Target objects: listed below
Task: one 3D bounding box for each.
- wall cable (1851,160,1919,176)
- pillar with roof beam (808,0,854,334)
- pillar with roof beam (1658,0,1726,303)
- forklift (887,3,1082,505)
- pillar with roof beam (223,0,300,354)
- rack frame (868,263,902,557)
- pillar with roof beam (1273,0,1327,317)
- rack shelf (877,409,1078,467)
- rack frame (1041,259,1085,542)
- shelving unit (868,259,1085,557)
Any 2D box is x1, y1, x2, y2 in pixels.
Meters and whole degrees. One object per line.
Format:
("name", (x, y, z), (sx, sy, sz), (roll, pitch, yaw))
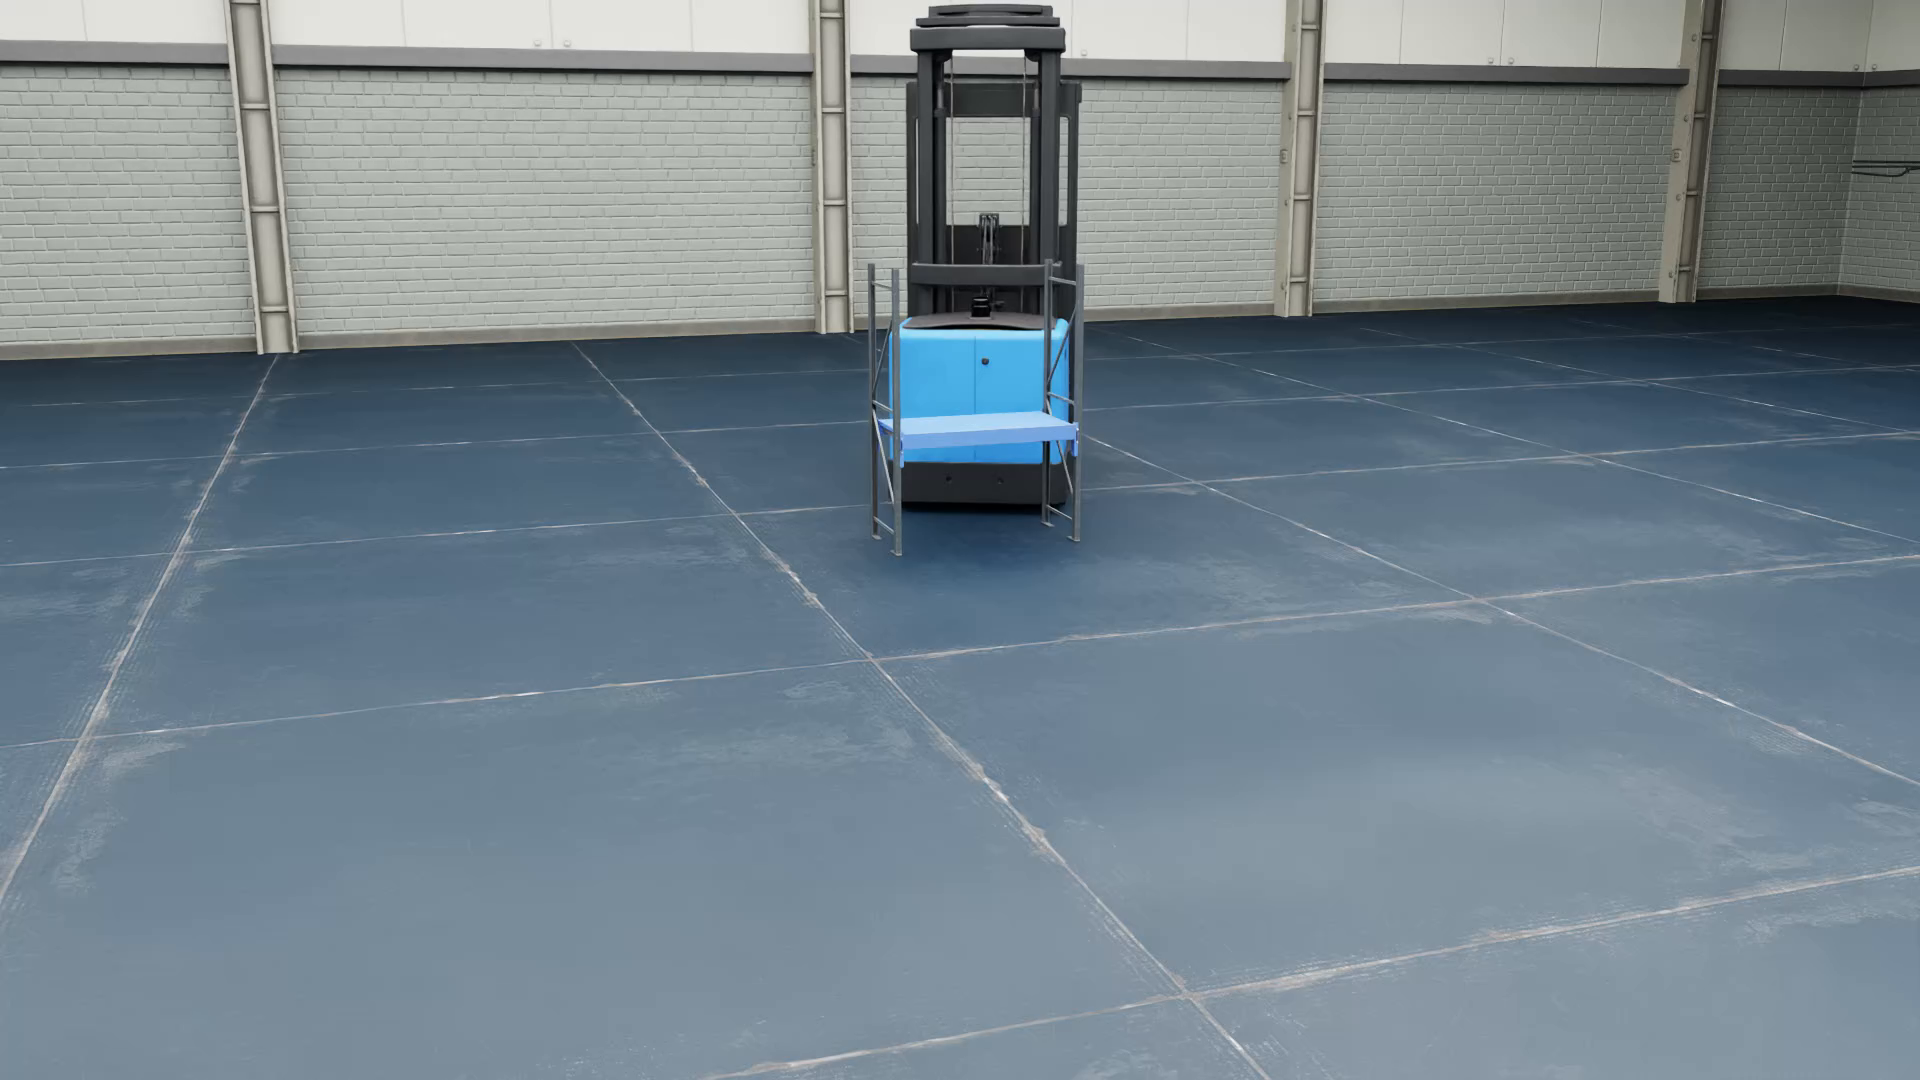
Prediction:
("wall cable", (13.131, -6.097, 22.039), (0.112, 2.526, 3.097), (-4, 14, -18))
("pillar with roof beam", (-0.083, -5.850, 14.292), (0.400, 9.000, 9.100), (-4, 14, -18))
("pillar with roof beam", (11.290, -6.736, 18.015), (0.400, 9.000, 9.100), (-4, 14, -18))
("forklift", (0.227, -1.920, 10.881), (1.130, 2.935, 3.031), (1, 13, 5))
("pillar with roof beam", (-5.770, -5.407, 12.430), (0.400, 9.000, 9.100), (-4, 14, -18))
("rack frame", (-0.401, -0.698, 8.838), (0.032, 1.500, 0.500), (-4, 14, -18))
("pillar with roof beam", (5.604, -6.293, 16.153), (0.400, 9.000, 9.100), (-4, 14, -18))
("rack shelf", (0.081, -0.561, 9.037), (1.000, 0.185, 0.538), (-4, 14, -18))
("rack frame", (0.563, -0.773, 9.153), (0.032, 1.500, 0.500), (-4, 14, -18))
("shelving unit", (0.081, -0.736, 8.996), (1.048, 1.500, 0.538), (-4, 14, -18))
